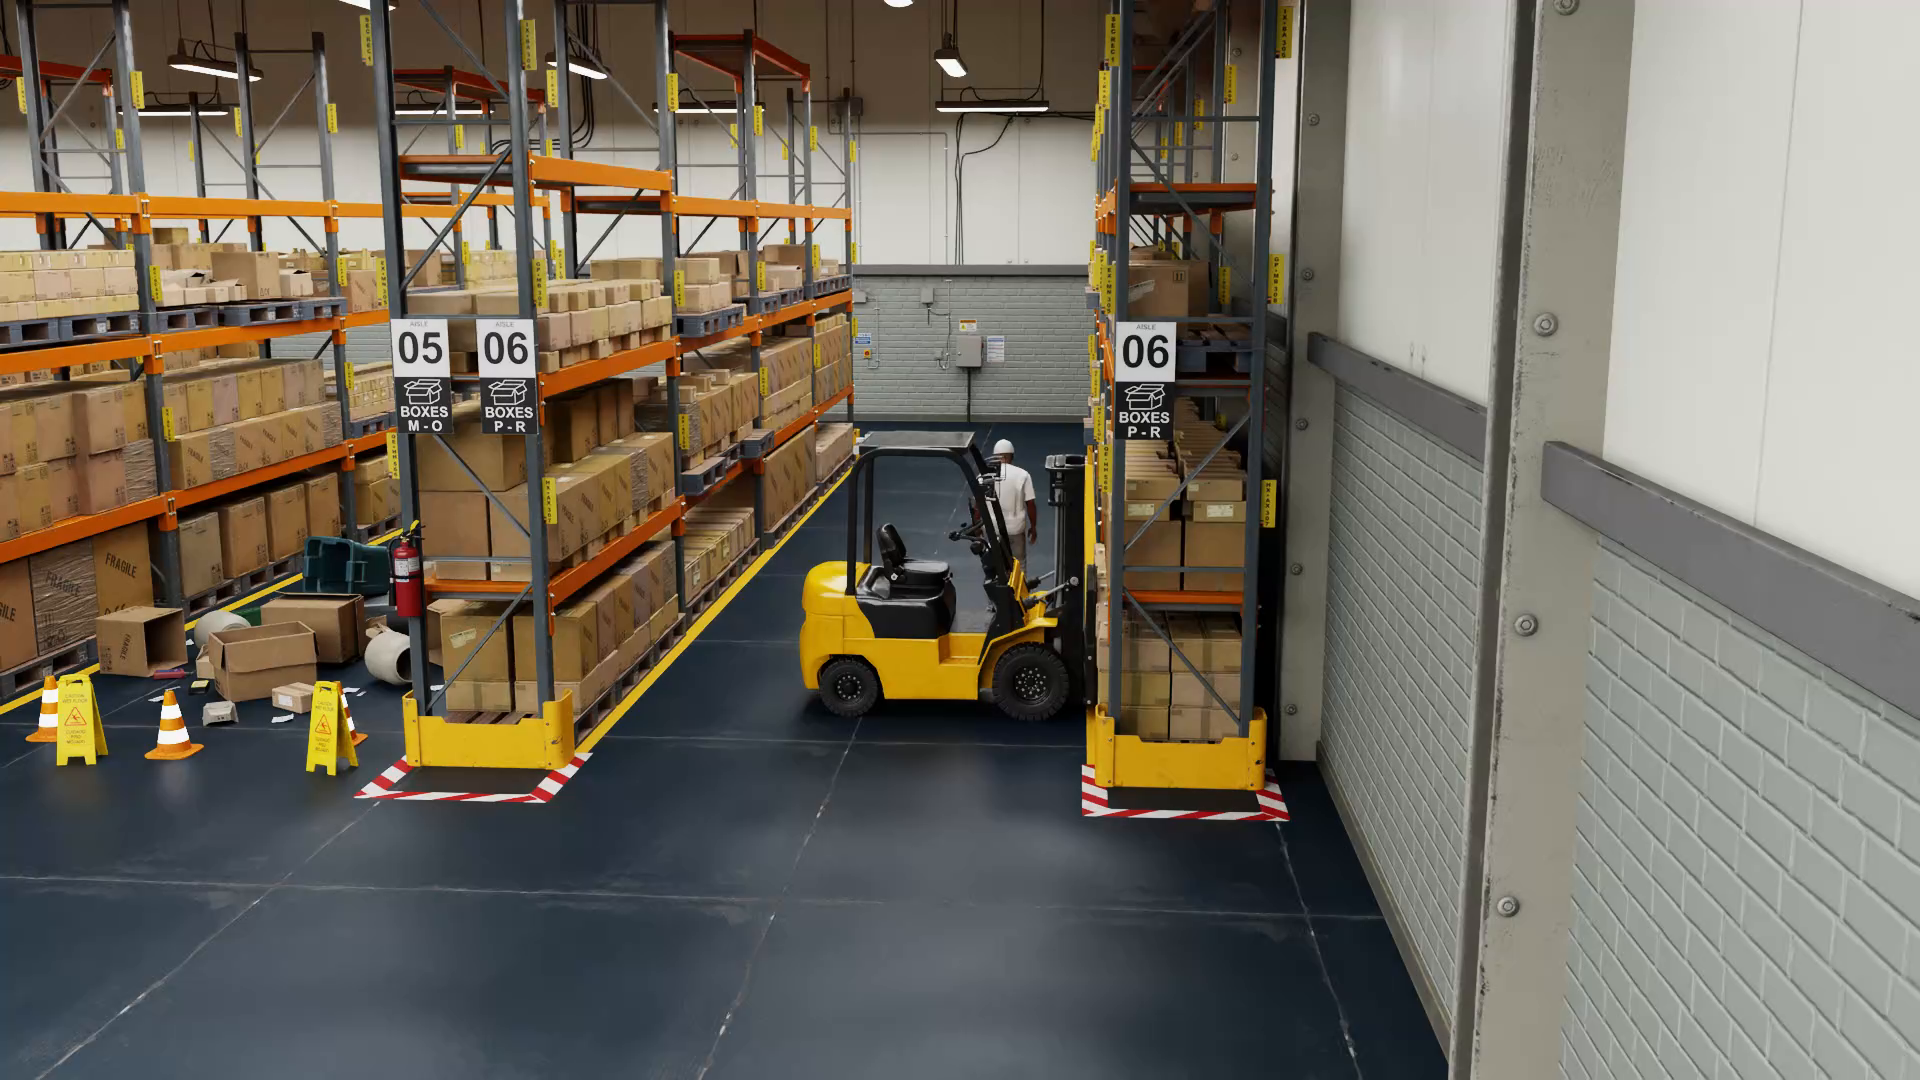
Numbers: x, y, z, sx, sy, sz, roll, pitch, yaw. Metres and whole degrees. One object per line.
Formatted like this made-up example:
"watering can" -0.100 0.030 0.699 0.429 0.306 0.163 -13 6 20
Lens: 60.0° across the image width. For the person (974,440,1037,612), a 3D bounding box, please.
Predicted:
"person" 0.452 -0.115 16.489 0.627 1.760 0.461 1 11 4
